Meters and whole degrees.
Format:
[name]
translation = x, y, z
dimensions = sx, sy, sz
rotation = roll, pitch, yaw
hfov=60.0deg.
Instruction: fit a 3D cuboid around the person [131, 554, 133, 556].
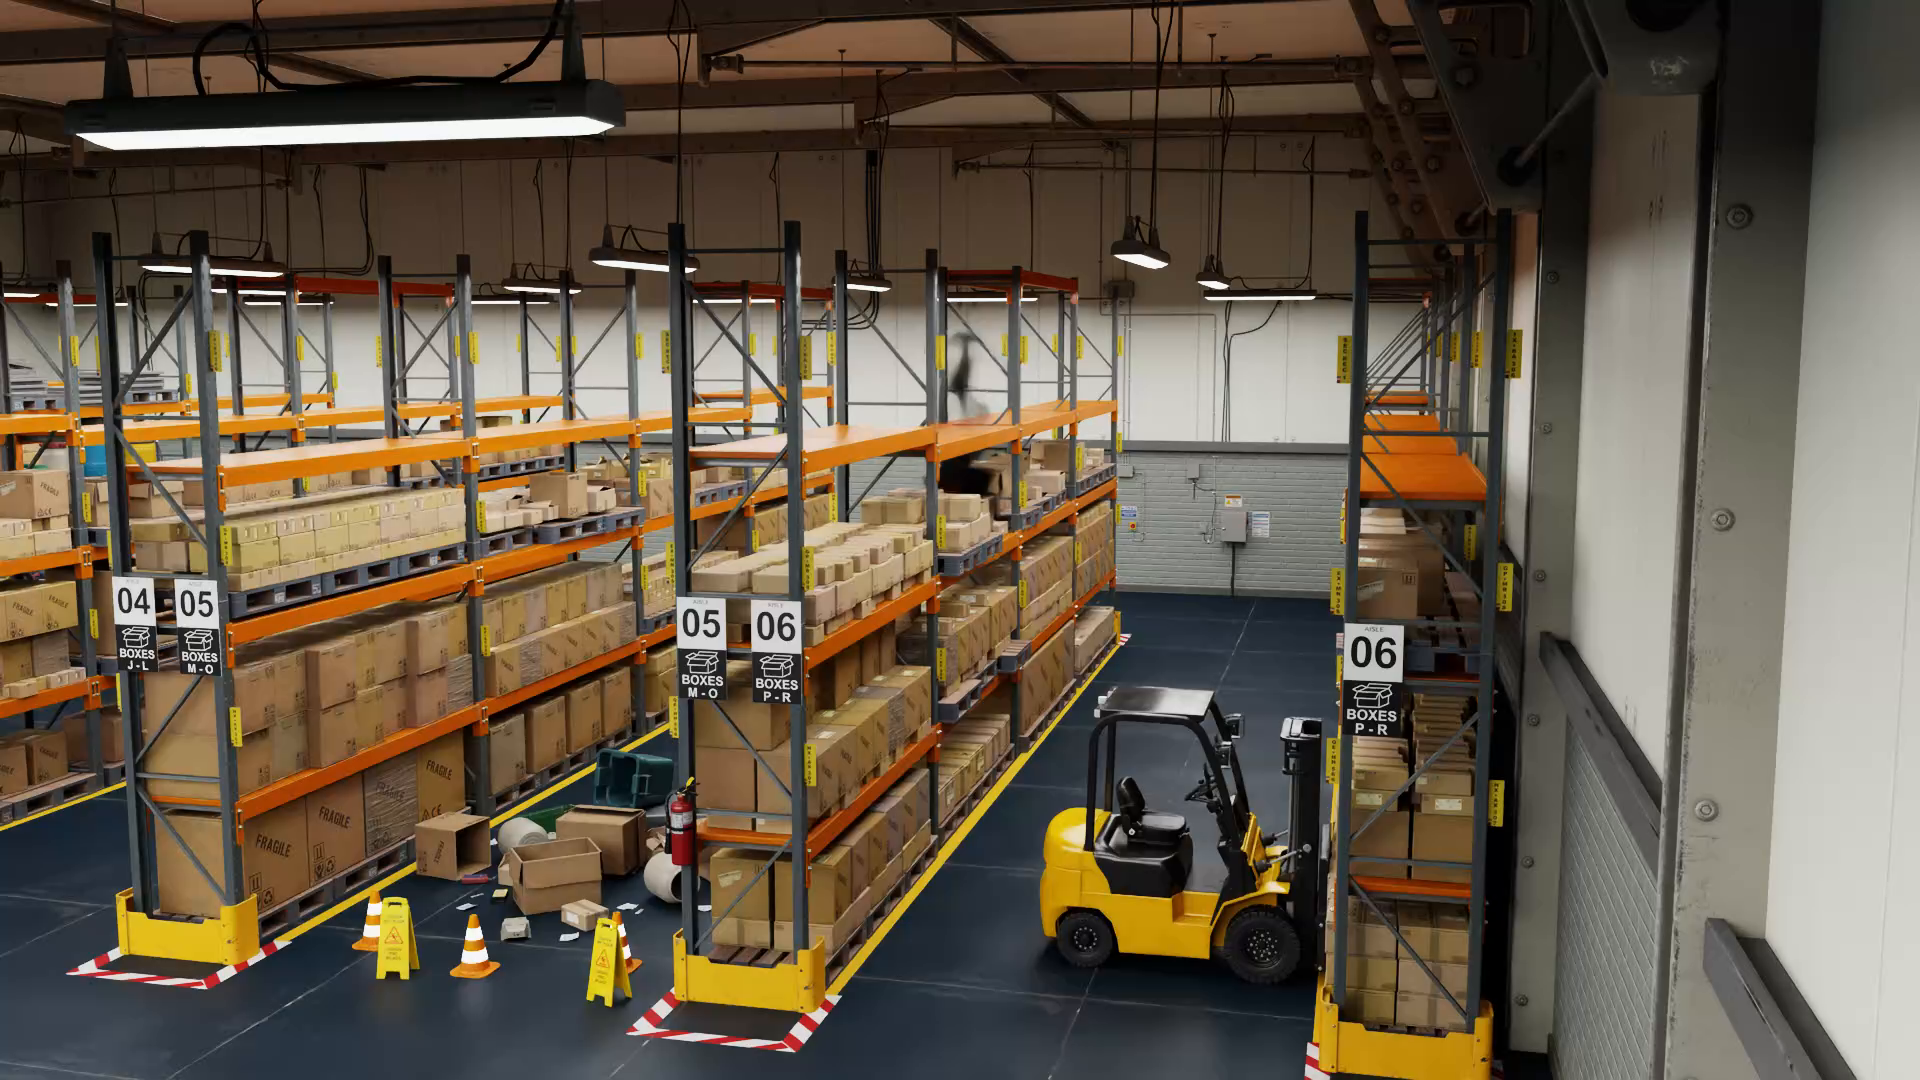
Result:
[person]
translation = -16.844, 0.201, 34.046
dimensions = 0.815, 1.689, 0.629
rotation = 2, 7, 17
